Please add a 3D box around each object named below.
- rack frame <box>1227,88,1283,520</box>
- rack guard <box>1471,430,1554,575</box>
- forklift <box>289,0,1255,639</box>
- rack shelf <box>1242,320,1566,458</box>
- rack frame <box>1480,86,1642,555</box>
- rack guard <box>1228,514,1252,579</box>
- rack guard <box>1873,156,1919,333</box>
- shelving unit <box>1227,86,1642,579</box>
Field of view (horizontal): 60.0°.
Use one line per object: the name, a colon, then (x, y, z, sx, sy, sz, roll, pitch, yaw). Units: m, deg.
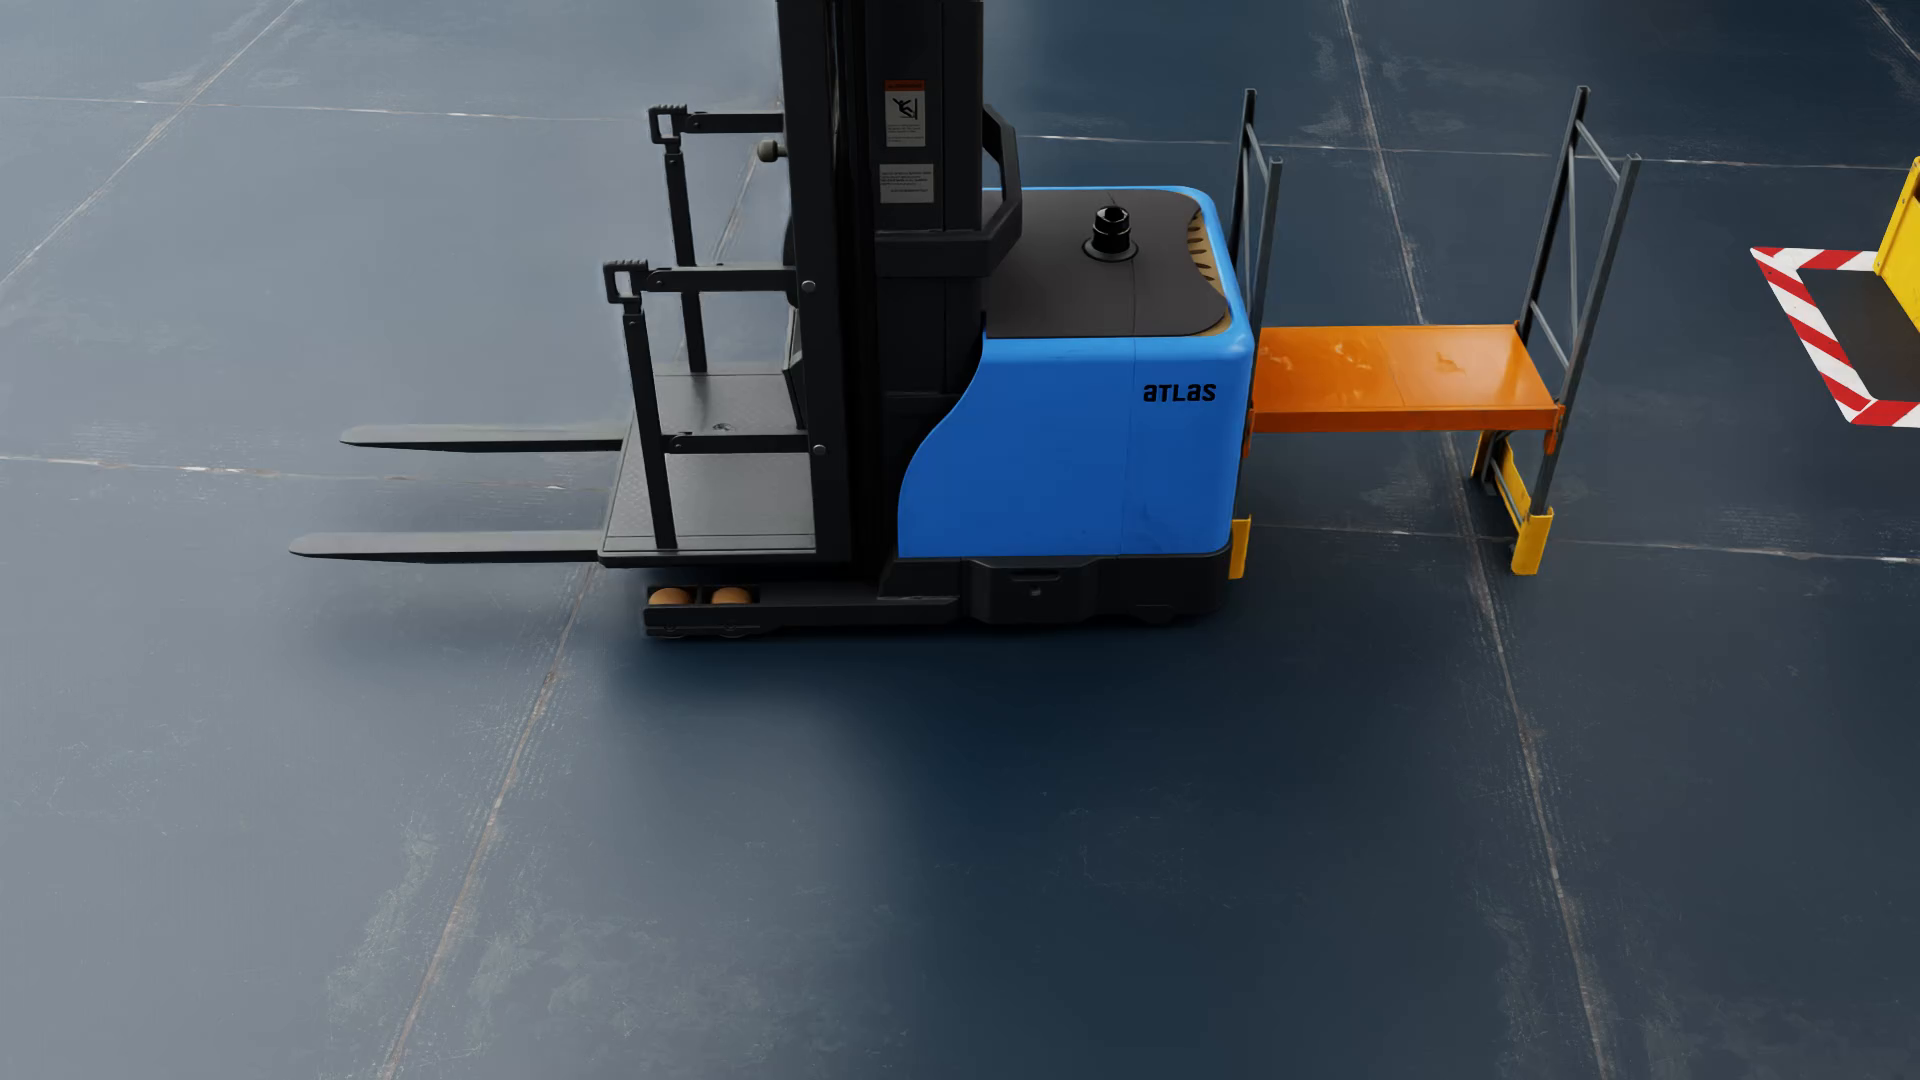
rack frame: (0.888, -0.635, 5.342, 0.032, 1.500, 0.500, -1, 39, -1)
rack guard: (1.904, -0.164, 5.753, 0.087, 0.250, 0.587, -1, 39, -1)
forklift: (-0.656, -1.157, 4.850, 3.031, 2.935, 1.130, -1, 39, -1)
rack shelf: (1.397, -0.502, 5.464, 1.000, 0.185, 0.538, -1, 39, -1)
rack frame: (1.905, -0.648, 5.358, 0.032, 1.500, 0.500, -1, 39, -1)
rack guard: (0.908, -0.151, 5.737, 0.087, 0.250, 0.587, -1, 39, -1)
rack guard: (4.076, -1.031, 6.621, 0.348, 0.500, 1.175, 3, 39, 4)
shelving unit: (1.406, -0.642, 5.350, 1.083, 1.500, 0.587, -1, 39, -1)
